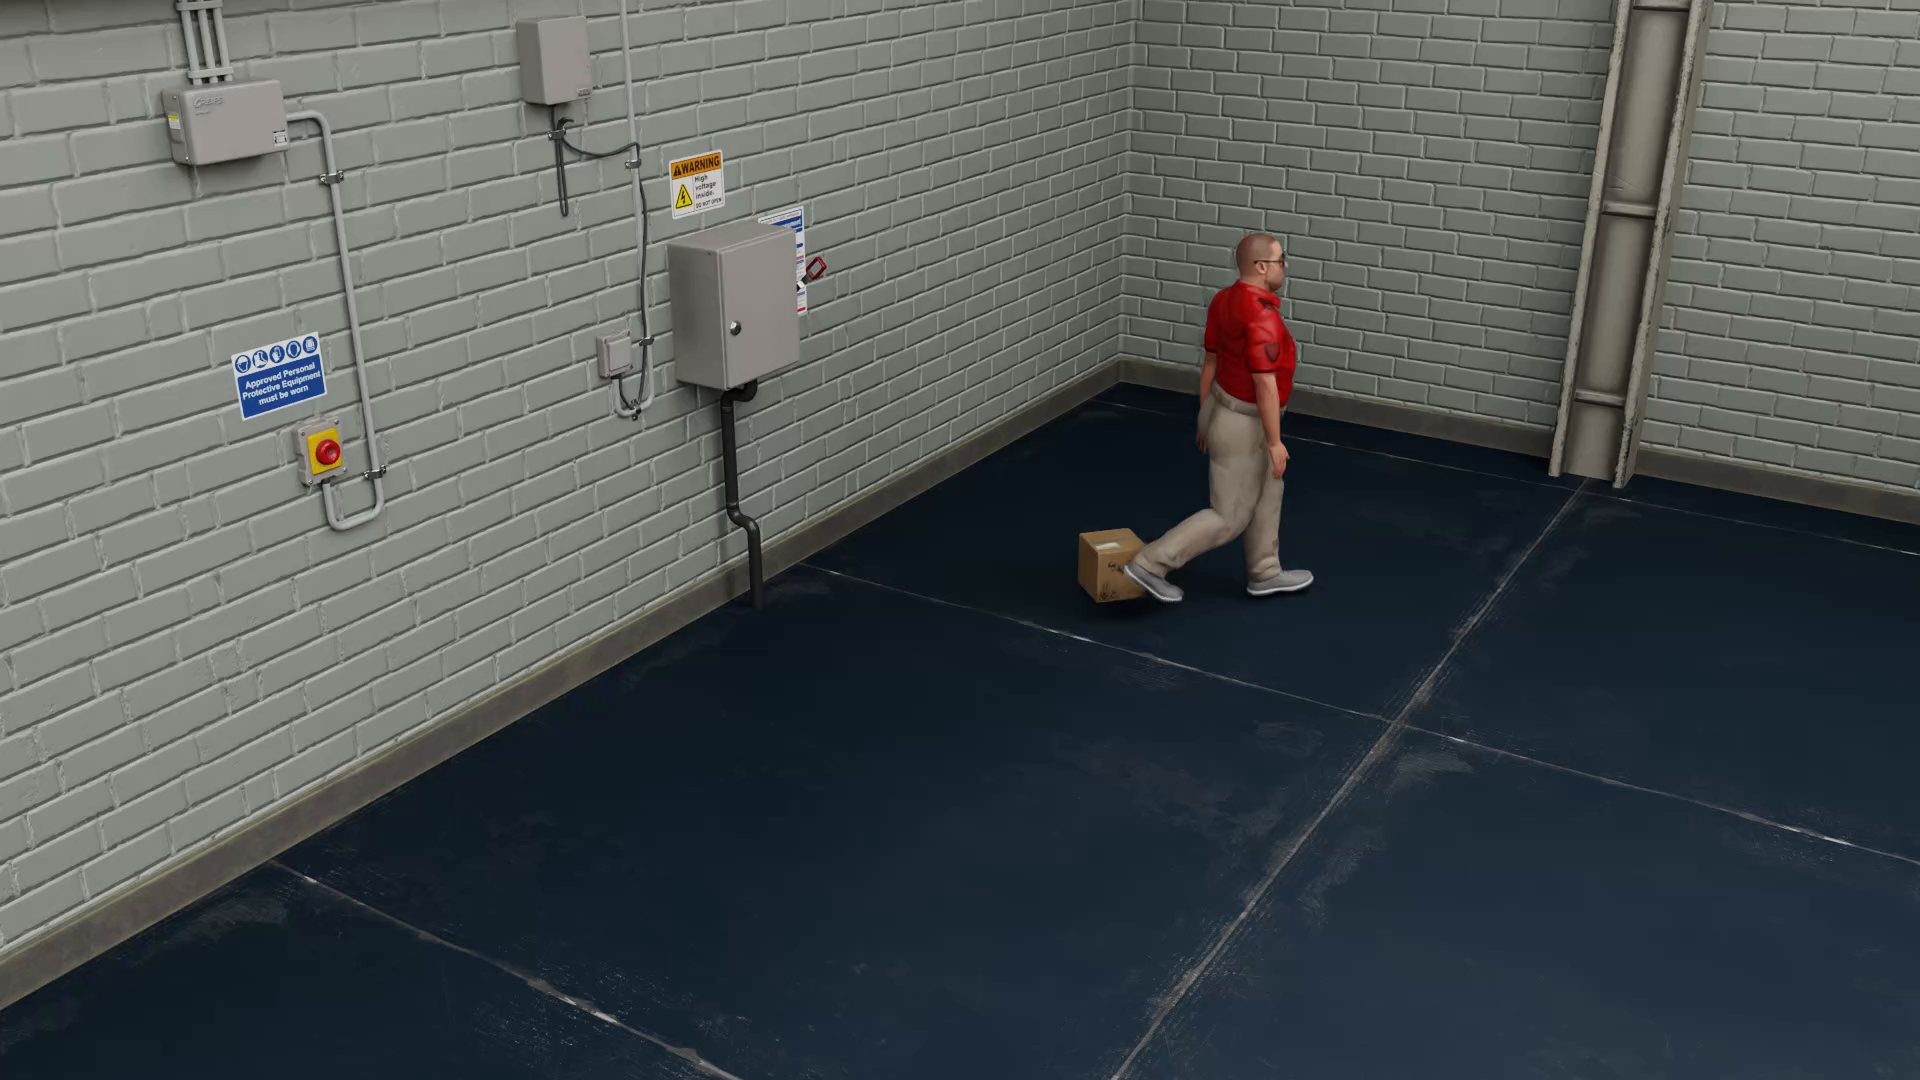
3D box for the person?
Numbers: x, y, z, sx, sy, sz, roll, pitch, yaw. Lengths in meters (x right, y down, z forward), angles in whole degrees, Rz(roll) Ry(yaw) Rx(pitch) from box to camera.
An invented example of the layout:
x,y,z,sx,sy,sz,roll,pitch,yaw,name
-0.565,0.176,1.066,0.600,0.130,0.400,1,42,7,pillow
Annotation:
x,y,z,sx,sy,sz,roll,pitch,yaw,name
1.211,-0.496,7.270,0.917,1.687,0.550,-4,23,-10,person
